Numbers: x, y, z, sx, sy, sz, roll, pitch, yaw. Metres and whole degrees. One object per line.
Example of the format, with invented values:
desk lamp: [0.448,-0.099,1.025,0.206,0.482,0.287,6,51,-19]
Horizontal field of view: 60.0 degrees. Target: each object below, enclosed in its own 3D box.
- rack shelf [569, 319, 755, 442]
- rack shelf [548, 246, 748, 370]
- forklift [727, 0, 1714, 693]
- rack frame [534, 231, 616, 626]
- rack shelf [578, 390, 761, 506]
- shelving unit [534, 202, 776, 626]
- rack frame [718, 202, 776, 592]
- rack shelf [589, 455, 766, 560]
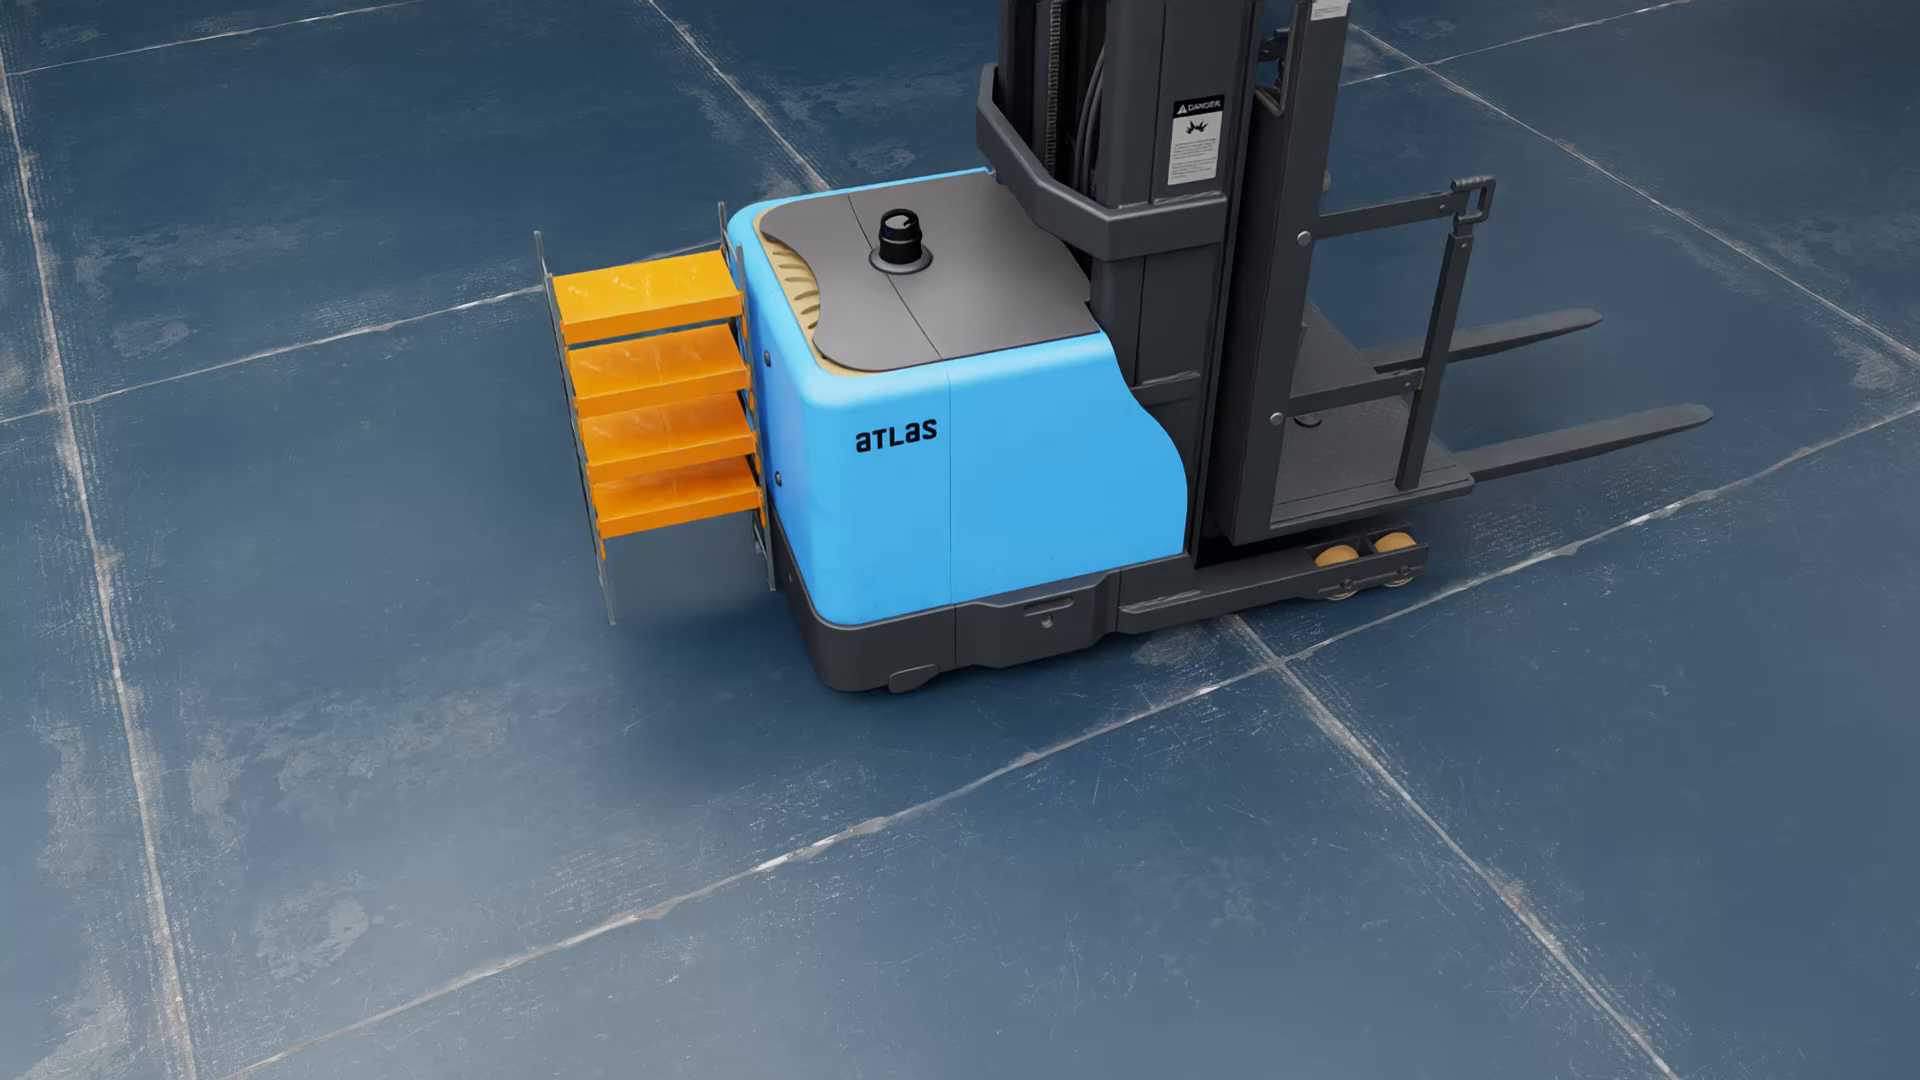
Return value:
rack shelf: [-0.837,-0.445,4.605,0.480,0.148,0.258,-12,42,-14]
rack shelf: [-0.837,-0.625,4.452,0.480,0.148,0.258,-12,42,-14]
forklift: [0.903,-1.250,4.458,3.031,2.935,1.130,-12,42,-14]
rack frame: [-1.069,-0.276,4.648,0.015,1.200,0.240,-12,42,-14]
rack shelf: [-0.837,-0.274,4.749,0.480,0.148,0.258,-12,42,-14]
shelving unit: [-0.837,-0.326,4.706,0.503,1.200,0.258,-12,42,-14]
rack frame: [-0.605,-0.375,4.764,0.015,1.200,0.240,-12,42,-14]
rack shelf: [-0.837,-0.123,4.878,0.480,0.148,0.258,-12,42,-14]
